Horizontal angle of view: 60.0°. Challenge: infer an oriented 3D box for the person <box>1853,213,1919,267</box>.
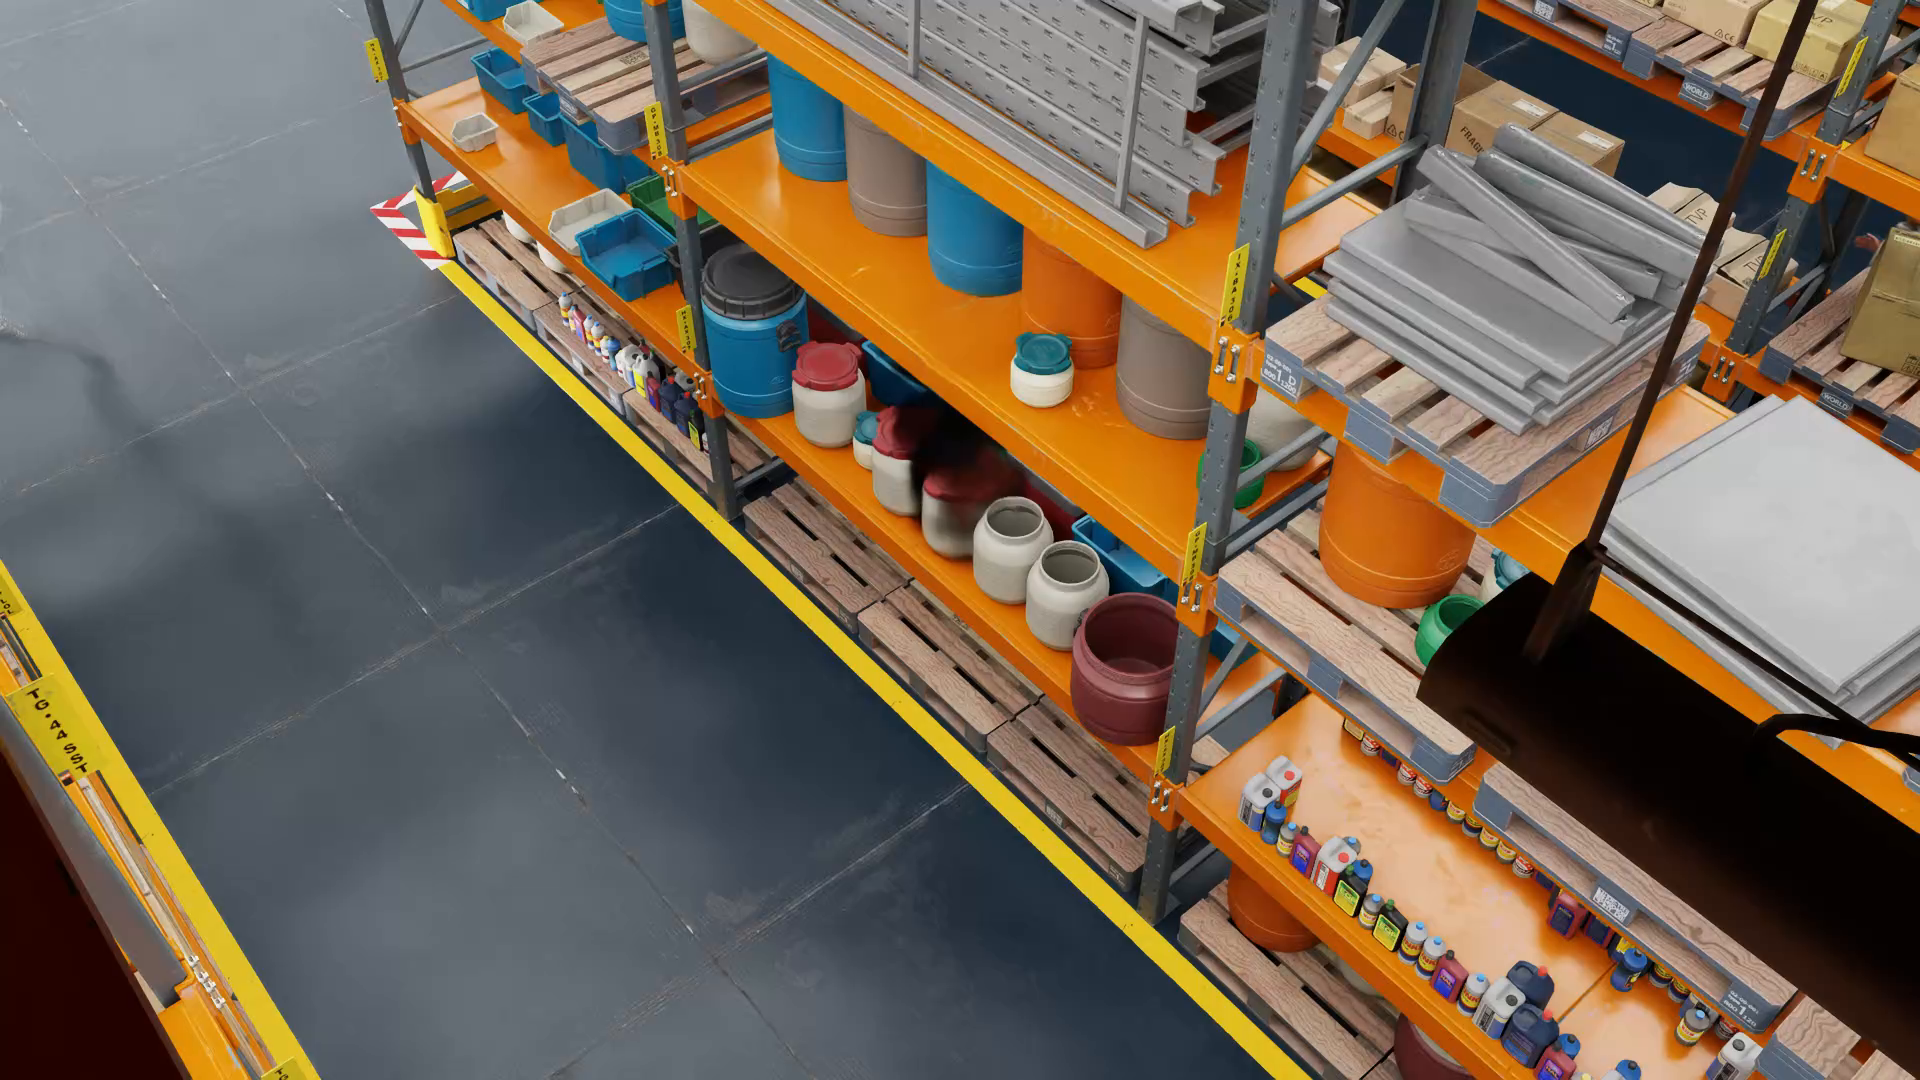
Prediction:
[{"bbox_3d":[6.366,-1.622,11.305,0.927,1.764,0.646,34,55,28],"label":"person"}]
